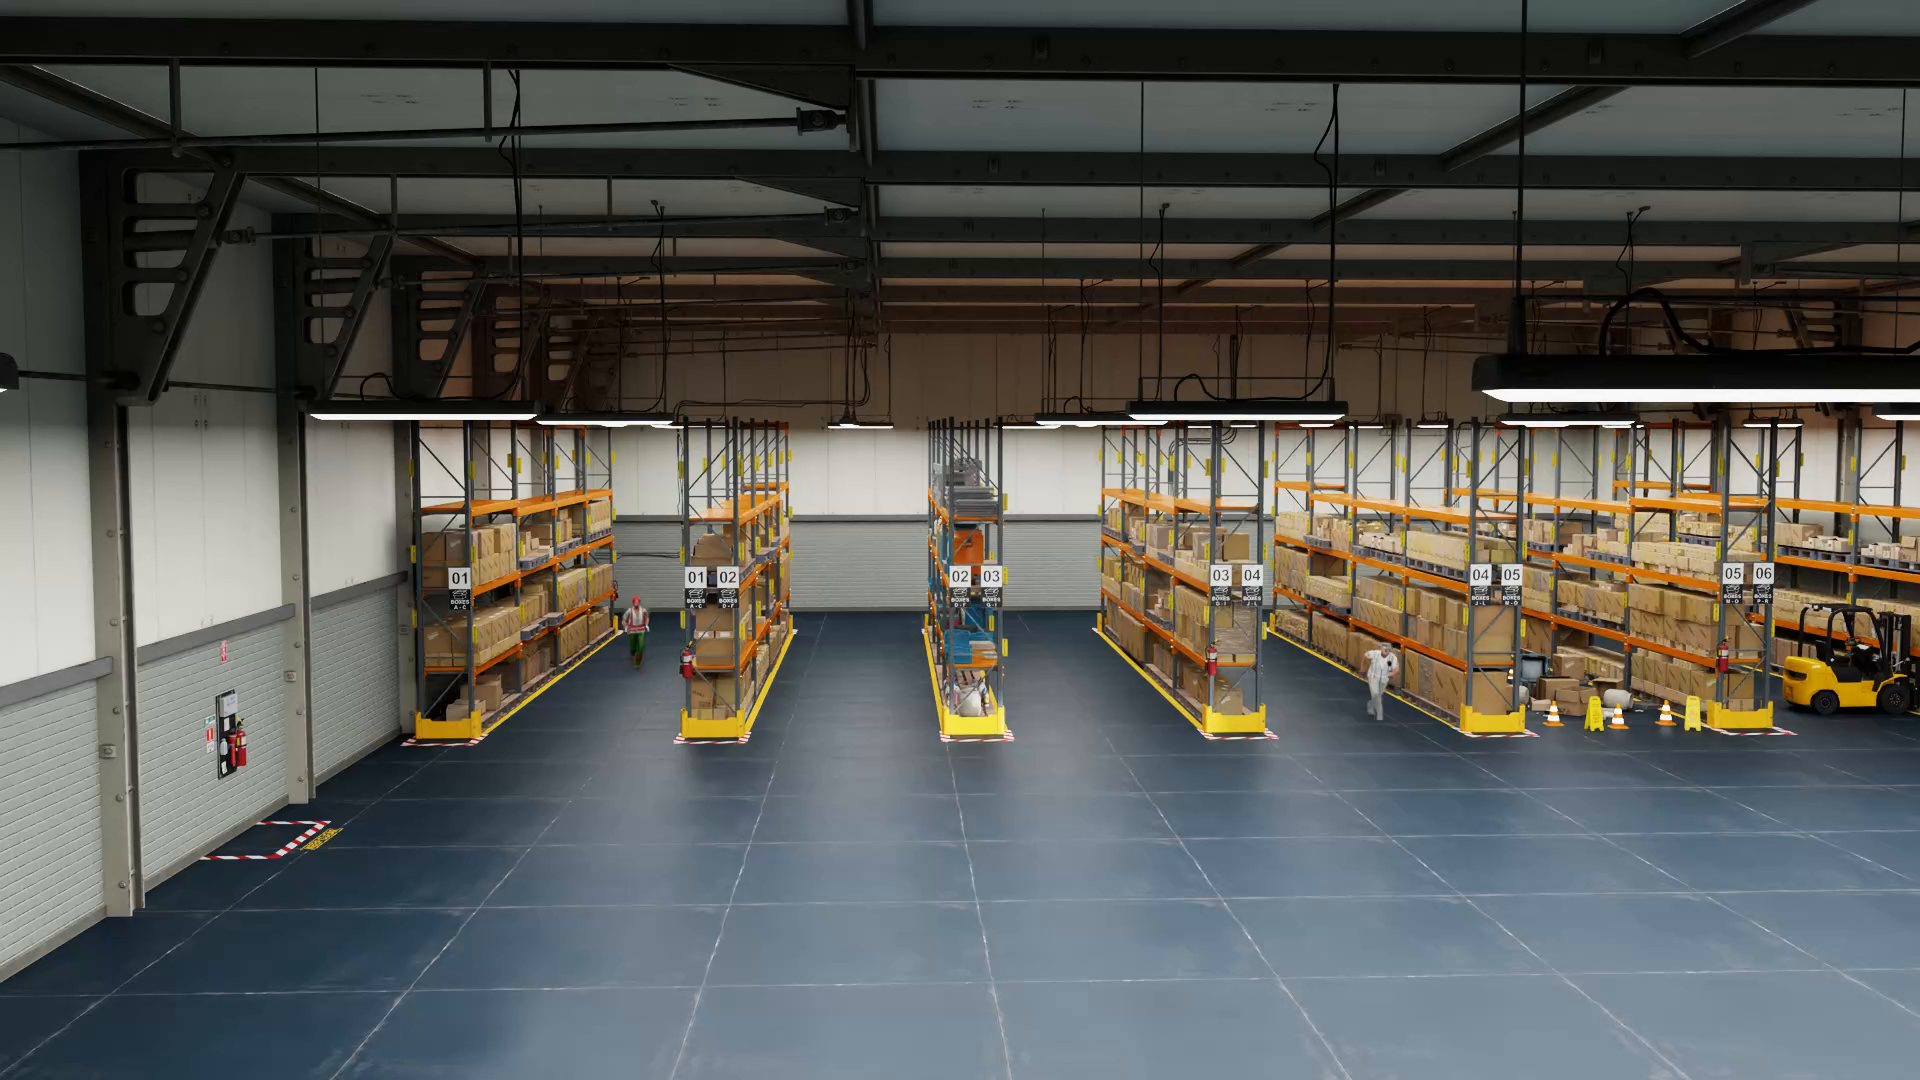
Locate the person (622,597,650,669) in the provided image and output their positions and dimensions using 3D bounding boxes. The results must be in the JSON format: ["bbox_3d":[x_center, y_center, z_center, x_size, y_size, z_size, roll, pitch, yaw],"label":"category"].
[{"bbox_3d":[-7.838,2.233,40.281,0.665,1.740,0.749,-1,4,-18],"label":"person"}]

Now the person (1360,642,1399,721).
[{"bbox_3d":[8.324,2.767,33.033,0.684,1.568,1.130,0,4,0],"label":"person"}]

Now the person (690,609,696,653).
[{"bbox_3d":[-6.753,2.112,43.138,0.527,1.665,0.796,0,4,-6],"label":"person"}]
